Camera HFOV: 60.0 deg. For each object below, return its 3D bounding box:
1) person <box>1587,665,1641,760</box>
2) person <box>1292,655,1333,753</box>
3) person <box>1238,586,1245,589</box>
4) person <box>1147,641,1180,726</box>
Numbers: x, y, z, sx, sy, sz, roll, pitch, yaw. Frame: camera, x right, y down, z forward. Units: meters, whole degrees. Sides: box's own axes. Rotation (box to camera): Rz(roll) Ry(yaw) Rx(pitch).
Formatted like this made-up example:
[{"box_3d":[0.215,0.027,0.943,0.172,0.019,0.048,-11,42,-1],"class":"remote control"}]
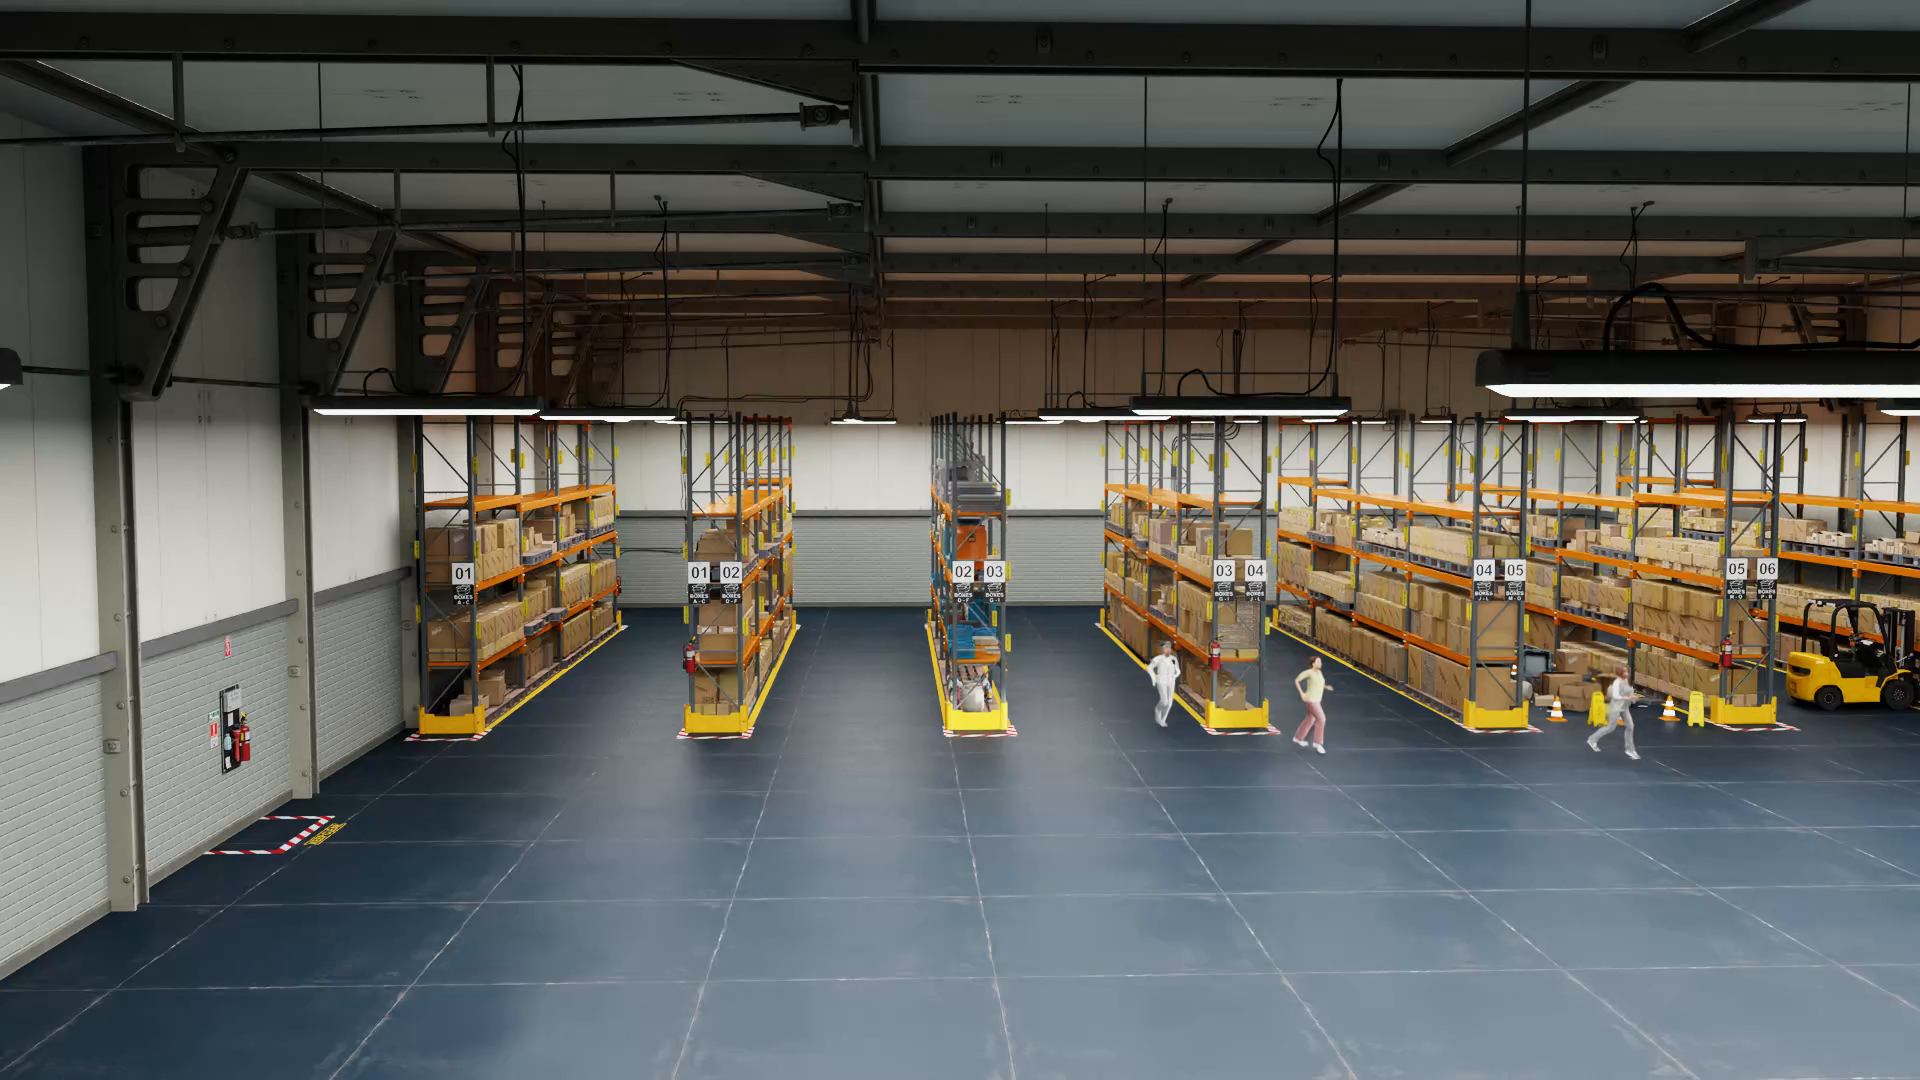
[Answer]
[{"box_3d":[11.373,2.960,28.832,0.549,1.619,0.874,-4,5,-43],"class":"person"},{"box_3d":[6.245,2.891,29.490,0.740,1.723,0.563,3,5,36],"class":"person"},{"box_3d":[7.831,1.790,45.238,0.733,1.720,0.749,0,4,4],"class":"person"},{"box_3d":[3.922,2.708,31.635,0.598,1.586,0.541,-1,4,-13],"class":"person"}]
